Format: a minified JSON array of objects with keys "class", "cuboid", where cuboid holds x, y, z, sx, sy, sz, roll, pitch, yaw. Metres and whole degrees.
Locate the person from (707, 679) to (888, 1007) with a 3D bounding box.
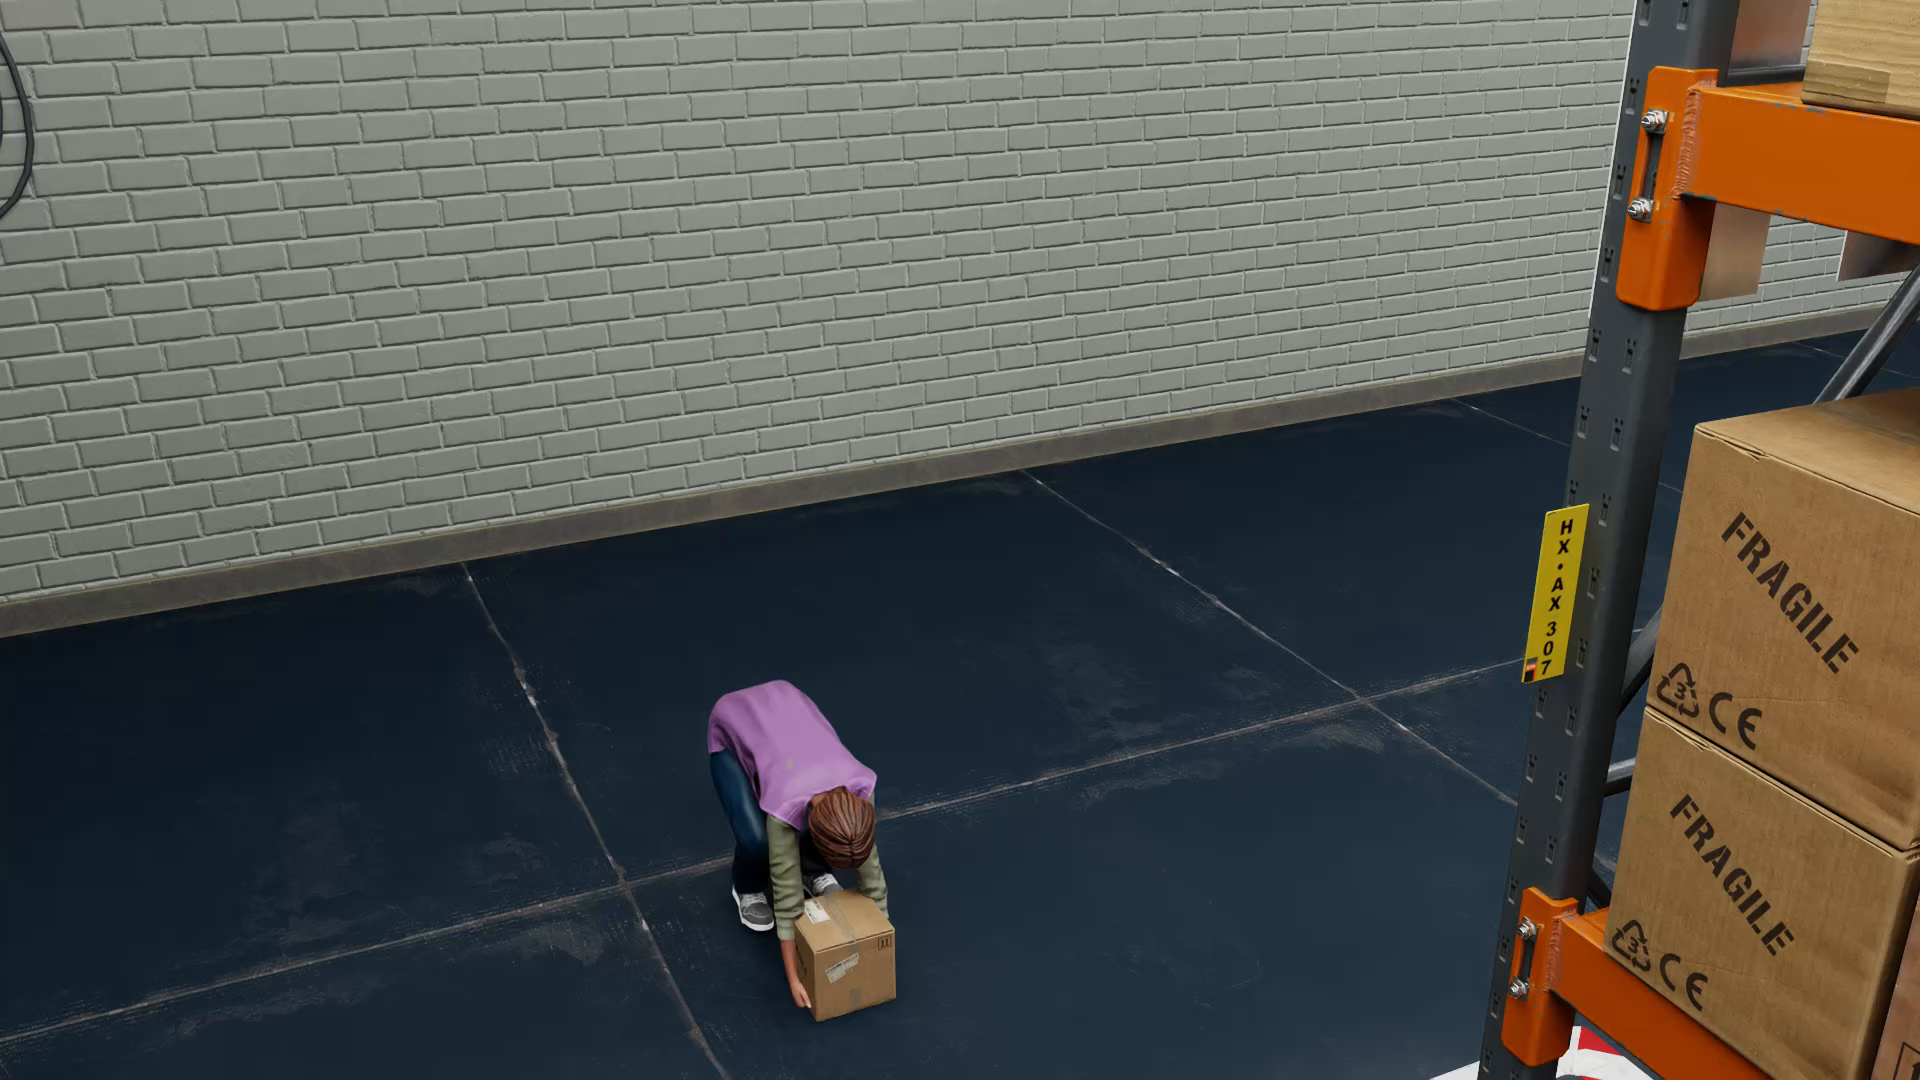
[{"class":"person","cuboid":[-0.485,0.883,5.095,0.429,0.778,0.871,-11,25,-25]}]
